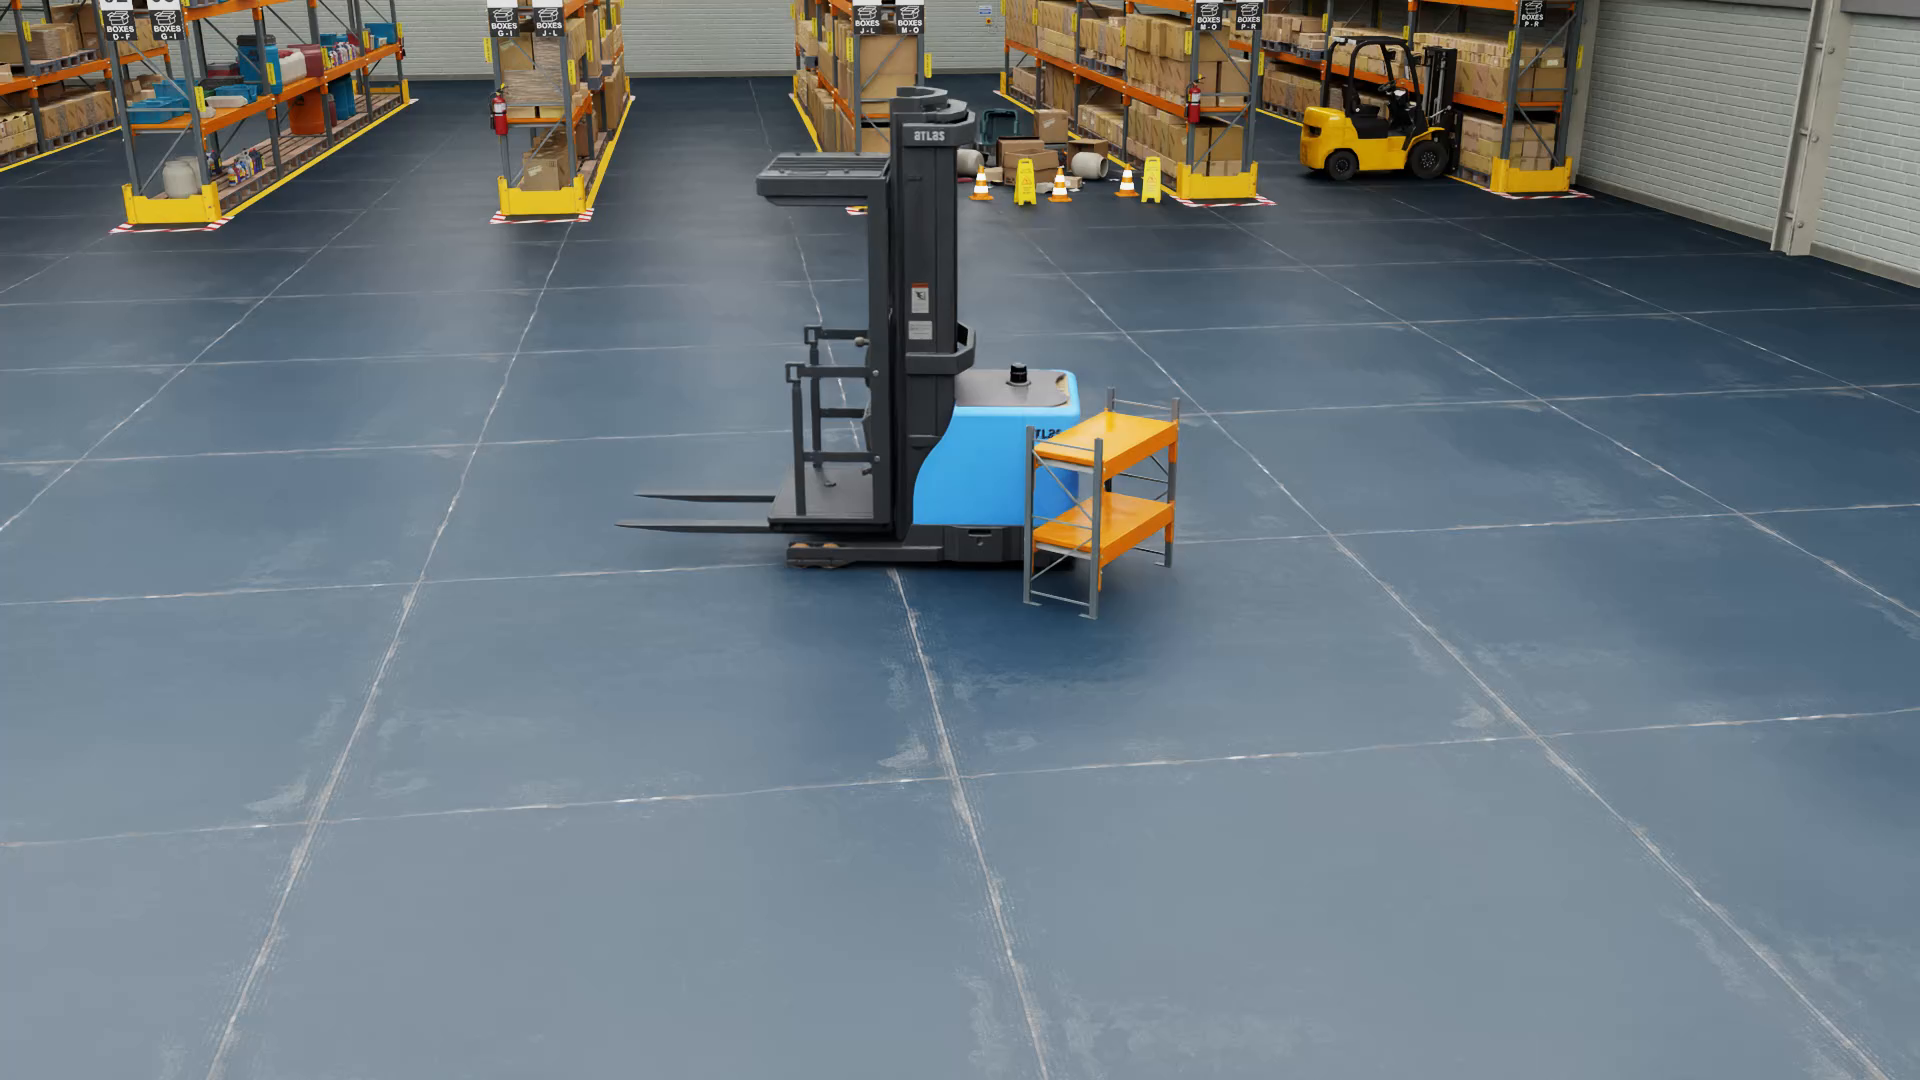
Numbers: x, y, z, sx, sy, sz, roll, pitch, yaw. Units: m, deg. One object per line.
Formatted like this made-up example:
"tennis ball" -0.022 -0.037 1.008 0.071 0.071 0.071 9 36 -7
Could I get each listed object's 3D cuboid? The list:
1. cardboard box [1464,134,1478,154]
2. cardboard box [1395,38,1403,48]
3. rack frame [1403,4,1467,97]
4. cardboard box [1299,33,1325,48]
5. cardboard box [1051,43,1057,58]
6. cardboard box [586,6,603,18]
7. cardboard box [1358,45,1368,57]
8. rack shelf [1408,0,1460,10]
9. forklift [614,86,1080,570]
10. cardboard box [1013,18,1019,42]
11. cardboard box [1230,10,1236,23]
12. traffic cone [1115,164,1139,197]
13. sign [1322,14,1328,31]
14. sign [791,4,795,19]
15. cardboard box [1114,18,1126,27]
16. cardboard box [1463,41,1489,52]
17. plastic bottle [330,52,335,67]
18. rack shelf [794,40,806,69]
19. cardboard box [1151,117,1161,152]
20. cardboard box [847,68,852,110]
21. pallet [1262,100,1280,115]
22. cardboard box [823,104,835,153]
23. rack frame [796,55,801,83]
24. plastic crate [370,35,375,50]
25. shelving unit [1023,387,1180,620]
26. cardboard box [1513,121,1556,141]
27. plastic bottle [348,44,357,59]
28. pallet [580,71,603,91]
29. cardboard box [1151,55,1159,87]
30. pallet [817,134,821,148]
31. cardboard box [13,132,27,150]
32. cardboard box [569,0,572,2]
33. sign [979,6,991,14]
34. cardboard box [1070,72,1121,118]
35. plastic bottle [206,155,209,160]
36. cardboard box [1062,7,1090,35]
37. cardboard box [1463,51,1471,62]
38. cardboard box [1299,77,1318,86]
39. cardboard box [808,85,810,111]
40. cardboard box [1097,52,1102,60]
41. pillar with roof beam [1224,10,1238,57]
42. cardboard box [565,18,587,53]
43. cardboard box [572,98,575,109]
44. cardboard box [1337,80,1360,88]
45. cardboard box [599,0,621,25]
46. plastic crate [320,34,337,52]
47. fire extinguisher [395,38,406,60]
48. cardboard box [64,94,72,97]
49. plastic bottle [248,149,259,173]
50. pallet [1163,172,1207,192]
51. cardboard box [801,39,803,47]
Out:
"cardboard box" 8.345 -6.285 26.371 0.500 0.250 0.500 -3 21 -8
"cardboard box" 7.885 -8.746 29.276 0.380 0.149 0.250 -3 21 -9
"rack frame" 8.210 -8.200 28.883 1.000 3.000 0.127 -3 21 -8
"cardboard box" 7.161 -10.060 33.478 0.500 0.250 0.500 -4 21 -10
"cardboard box" 2.144 -9.951 33.787 0.500 0.250 0.500 -3 21 -9
"cardboard box" -7.474 -10.276 32.865 0.797 0.503 0.637 -3 21 -7
"cardboard box" 7.682 -9.051 30.664 0.500 0.250 0.500 -3 21 -7
"rack shelf" 7.921 -9.960 30.338 1.077 0.370 4.000 -3 21 -8
"forklift" -0.737 -1.367 10.687 3.031 2.935 1.130 1 20 1
"cardboard box" 1.510 -11.618 37.893 0.500 0.500 0.500 -3 21 -8
"cardboard box" 6.495 -12.085 38.003 0.500 0.500 0.500 -2 21 -6
"traffic cone" 2.536 -5.459 25.170 0.336 0.463 0.334 -3 21 -8
"sign" 7.097 -10.059 32.320 0.100 0.325 0.005 -3 21 -8
"sign" -3.852 -12.196 38.347 0.100 0.325 0.005 -3 21 -8
"cardboard box" 2.896 -9.021 28.987 0.380 0.149 0.250 -4 21 -9
"cardboard box" 8.243 -7.855 26.465 0.380 0.149 0.250 -3 21 -7
"plastic bottle" -11.851 -9.051 31.346 0.097 0.271 0.097 0 20 0
"rack shelf" -3.027 -10.789 36.843 1.077 0.370 4.000 -3 21 -8
"cardboard box" 3.357 -6.443 26.437 0.500 0.500 0.500 -3 21 -9
"cardboard box" -1.208 -6.664 24.558 0.875 0.550 0.550 -3 21 -8
"pallet" 7.211 -9.383 36.038 1.003 0.211 1.213 -3 21 -8
"cardboard box" -1.764 -7.017 28.331 1.050 0.750 0.750 -3 21 -8
"rack frame" -3.315 -11.818 38.571 1.000 3.000 0.127 -3 21 -8
"plastic crate" -12.600 -10.479 35.069 0.437 0.282 0.530 -3 21 -8
"shelving unit" 0.881 -0.250 10.278 0.538 1.125 1.048 13 24 30
"cardboard box" 8.904 -6.368 25.879 0.500 0.250 0.500 -3 21 -9
"plastic bottle" -12.186 -9.790 33.318 0.152 0.276 0.135 -3 21 -8
"pallet" -6.474 -7.630 27.633 1.003 0.211 1.213 -3 21 -8
"cardboard box" 3.333 -7.447 26.299 0.500 0.500 0.500 -3 21 -7
"pallet" -2.123 -7.465 30.902 1.003 0.211 1.213 -3 21 -8
"cardboard box" -16.493 -6.895 28.720 0.500 0.250 0.500 -3 21 -8
"cardboard box" -5.893 -7.928 24.083 0.500 0.250 0.500 -3 21 -8
"sign" 0.676 -14.199 44.560 0.327 0.218 0.001 -3 21 -8
"cardboard box" 2.704 -8.778 32.867 0.875 0.875 0.875 -3 21 -8
"plastic bottle" -11.704 -5.863 25.785 0.144 0.351 0.185 -2 21 -6
"cardboard box" 2.306 -10.191 32.643 0.500 0.500 0.500 -3 21 -7
"cardboard box" 8.250 -7.714 26.514 0.380 0.149 0.250 -3 21 -7
"cardboard box" 7.217 -9.439 34.246 0.380 0.149 0.250 -3 21 -9
"cardboard box" -2.895 -9.190 34.506 0.500 0.500 0.500 -2 21 -6
"cardboard box" 2.717 -8.918 30.564 0.380 0.149 0.250 -2 21 -5
"pillar with roof beam" 2.723 -15.927 40.997 9.100 9.000 0.400 -3 21 -8
"cardboard box" -6.171 -7.961 26.247 0.500 0.500 0.500 -3 21 -8
"cardboard box" -5.861 -6.404 24.433 0.380 0.149 0.250 -3 21 -8
"cardboard box" 7.854 -9.204 33.617 0.380 0.149 0.250 -2 21 -6
"cardboard box" -7.908 -11.868 37.422 0.500 0.500 0.500 -3 21 -7
"plastic crate" -12.967 -10.133 33.997 0.392 0.384 0.575 -3 21 -8
"fire extinguisher" -12.711 -11.217 37.606 0.296 0.674 0.183 -3 21 -8
"cardboard box" -17.548 -8.391 32.339 0.500 0.500 0.500 -3 21 -7
"plastic bottle" -11.004 -5.889 25.853 0.144 0.351 0.185 -4 21 -10
"pallet" 3.782 -5.566 25.818 1.003 0.211 1.213 -3 21 -8
"cardboard box" -2.987 -9.995 33.449 0.380 0.149 0.250 -4 21 -10
